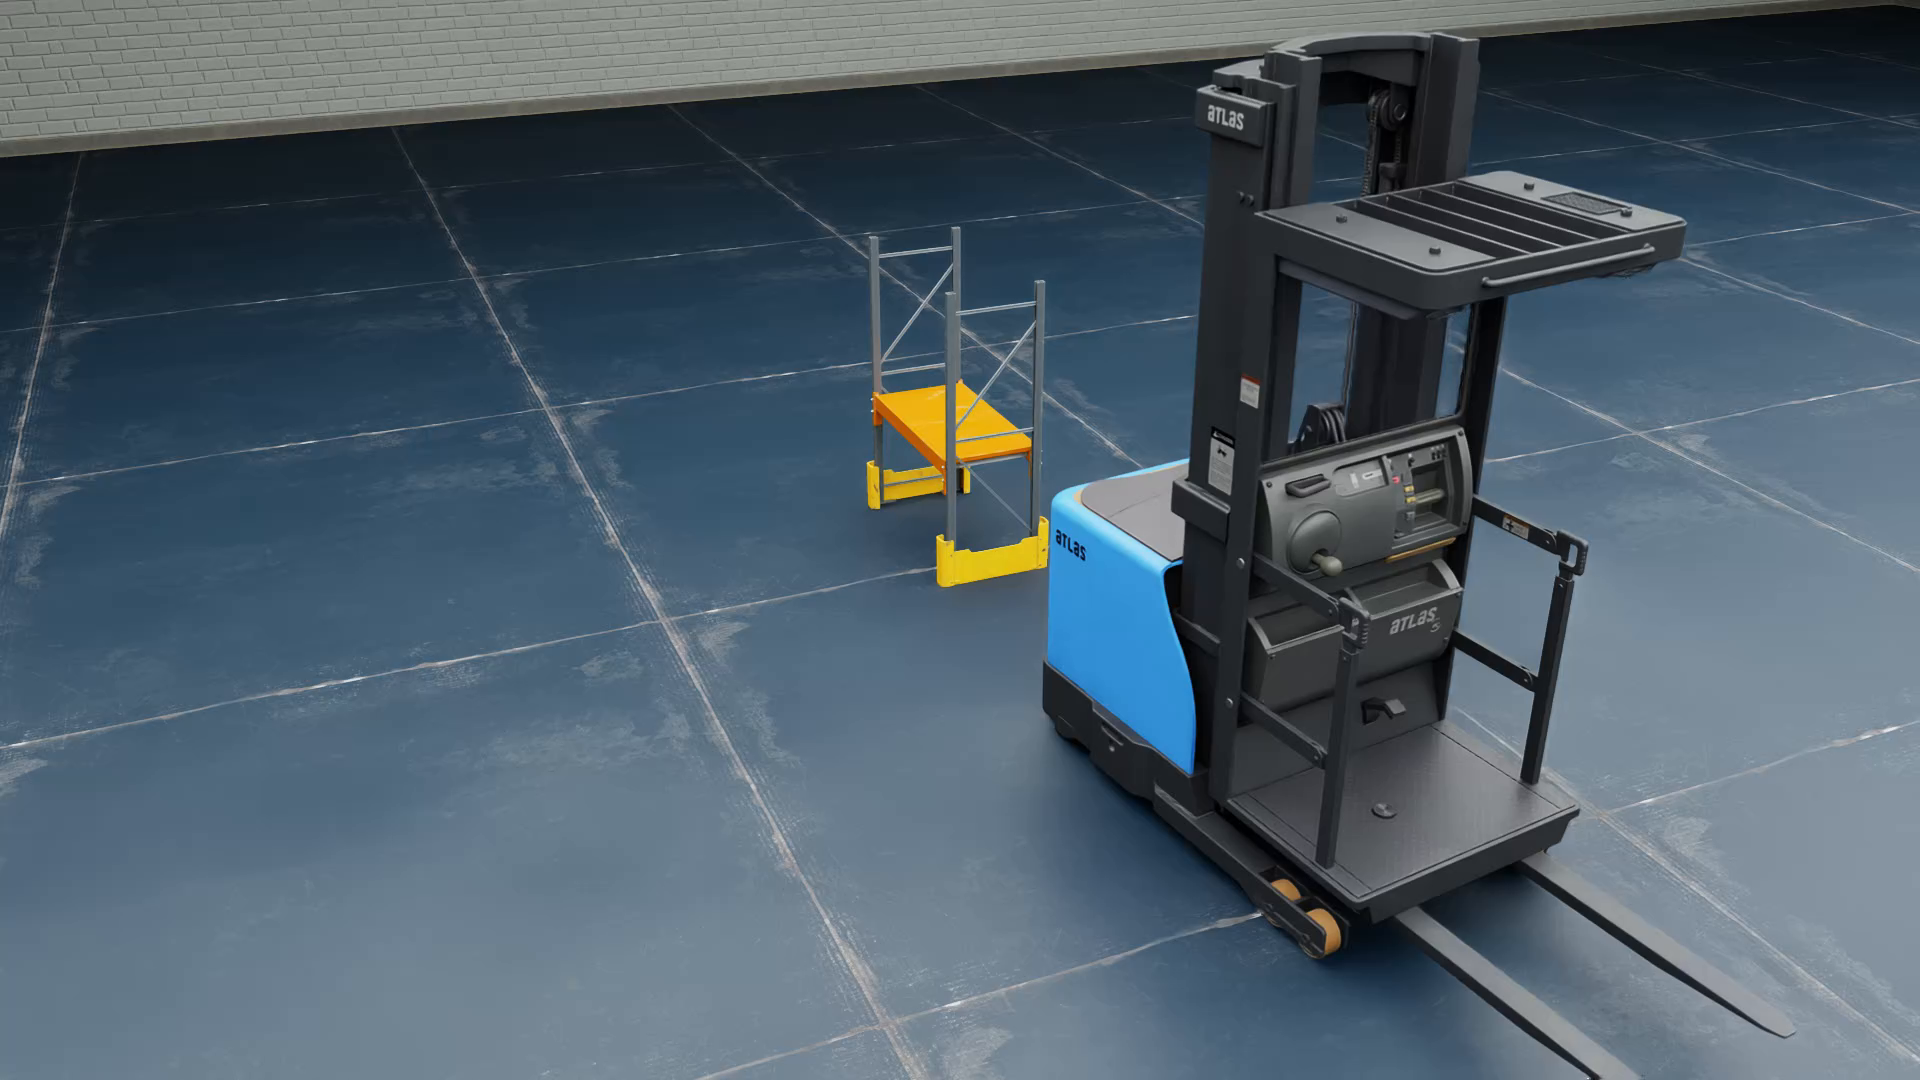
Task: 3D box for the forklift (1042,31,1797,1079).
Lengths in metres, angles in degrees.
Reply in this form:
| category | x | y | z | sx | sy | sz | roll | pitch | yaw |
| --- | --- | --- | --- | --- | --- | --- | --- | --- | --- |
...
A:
| category | x | y | z | sx | sy | sz | roll | pitch | yaw |
| --- | --- | --- | --- | --- | --- | --- | --- | --- | --- |
| forklift | 1.532 | -0.098 | 5.611 | 1.130 | 2.935 | 3.031 | -14 | 30 | -27 |

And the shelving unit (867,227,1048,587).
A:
| category | x | y | z | sx | sy | sz | roll | pitch | yaw |
| --- | --- | --- | --- | --- | --- | --- | --- | --- | --- |
| shelving unit | -0.030 | -0.705 | 8.484 | 0.587 | 1.500 | 1.083 | -11 | 28 | -21 |

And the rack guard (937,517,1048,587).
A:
| category | x | y | z | sx | sy | sz | roll | pitch | yaw |
| --- | --- | --- | --- | --- | --- | --- | --- | --- | --- |
| rack guard | 0.165 | 0.058 | 8.346 | 0.587 | 0.250 | 0.087 | -11 | 28 | -21 |

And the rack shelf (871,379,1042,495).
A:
| category | x | y | z | sx | sy | sz | roll | pitch | yaw |
| --- | --- | --- | --- | --- | --- | --- | --- | --- | --- |
| rack shelf | -0.033 | -0.547 | 8.570 | 0.538 | 0.185 | 1.000 | -11 | 28 | -21 |

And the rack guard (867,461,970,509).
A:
| category | x | y | z | sx | sy | sz | roll | pitch | yaw |
| --- | --- | --- | --- | --- | --- | --- | --- | --- | --- |
| rack guard | -0.225 | -0.344 | 9.170 | 0.587 | 0.250 | 0.087 | -11 | 28 | -21 |

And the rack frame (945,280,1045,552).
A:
| category | x | y | z | sx | sy | sz | roll | pitch | yaw |
| --- | --- | --- | --- | --- | --- | --- | --- | --- | --- |
| rack frame | 0.166 | -0.503 | 8.071 | 0.500 | 1.500 | 0.032 | -11 | 28 | -21 |

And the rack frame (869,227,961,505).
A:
| category | x | y | z | sx | sy | sz | roll | pitch | yaw |
| --- | --- | --- | --- | --- | --- | --- | --- | --- | --- |
| rack frame | -0.232 | -0.914 | 8.912 | 0.500 | 1.500 | 0.032 | -11 | 28 | -21 |
